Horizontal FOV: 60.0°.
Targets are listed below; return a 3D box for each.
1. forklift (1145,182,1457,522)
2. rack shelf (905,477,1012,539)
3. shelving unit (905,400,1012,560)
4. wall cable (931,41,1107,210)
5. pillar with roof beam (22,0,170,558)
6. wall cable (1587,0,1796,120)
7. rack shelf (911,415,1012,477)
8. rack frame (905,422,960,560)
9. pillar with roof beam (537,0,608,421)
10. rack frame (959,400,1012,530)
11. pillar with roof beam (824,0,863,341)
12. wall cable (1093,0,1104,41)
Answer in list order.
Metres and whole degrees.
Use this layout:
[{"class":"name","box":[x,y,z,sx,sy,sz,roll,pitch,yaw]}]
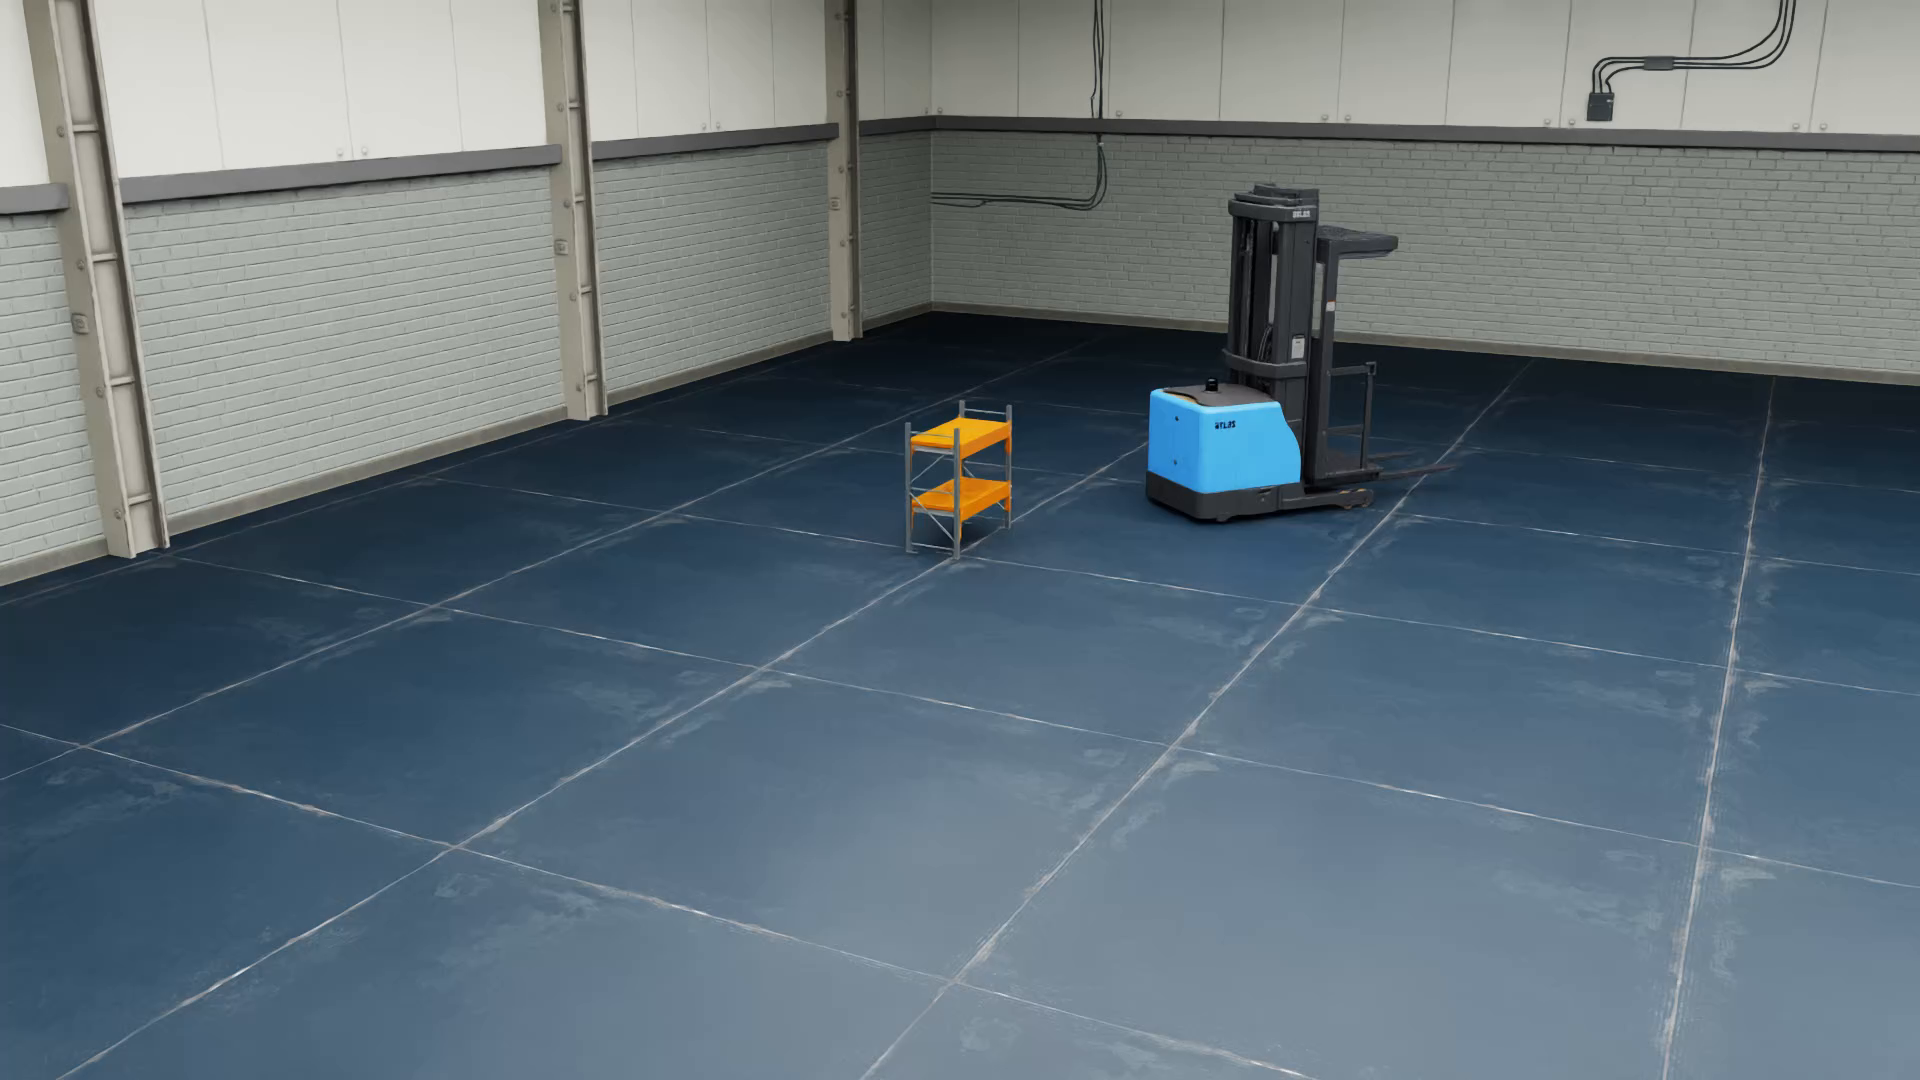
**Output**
[{"class":"forklift","box":[3.318,-1.825,15.521,3.031,2.935,1.130,-7,18,-23]},{"class":"rack shelf","box":[-0.003,-0.303,14.428,0.538,0.278,1.000,8,18,25]},{"class":"shelving unit","box":[-0.003,-0.537,14.358,0.538,1.125,1.048,8,18,25]},{"class":"wall cable","box":[0.833,-6.377,25.645,3.097,2.526,0.112,8,18,25]},{"class":"pillar with roof beam","box":[-3.177,-3.679,11.108,9.100,9.000,0.400,8,18,25]},{"class":"wall cable","box":[9.319,-8.284,20.638,2.305,6.003,0.169,8,18,25]},{"class":"rack shelf","box":[-0.003,-0.818,14.275,0.538,0.278,1.000,8,18,25]},{"class":"rack frame","box":[-0.230,-0.408,13.922,0.500,1.125,0.032,8,18,25]},{"class":"pillar with roof beam","box":[-0.496,-5.208,16.253,9.100,9.000,0.400,8,18,25]},{"class":"rack frame","box":[0.224,-0.667,14.794,0.500,1.125,0.032,8,18,25]},{"class":"pillar with roof beam","box":[2.185,-6.736,21.399,9.100,9.000,0.400,8,18,25]},{"class":"wall cable","box":[3.254,-8.454,23.767,3.097,2.526,0.112,8,18,25]}]
